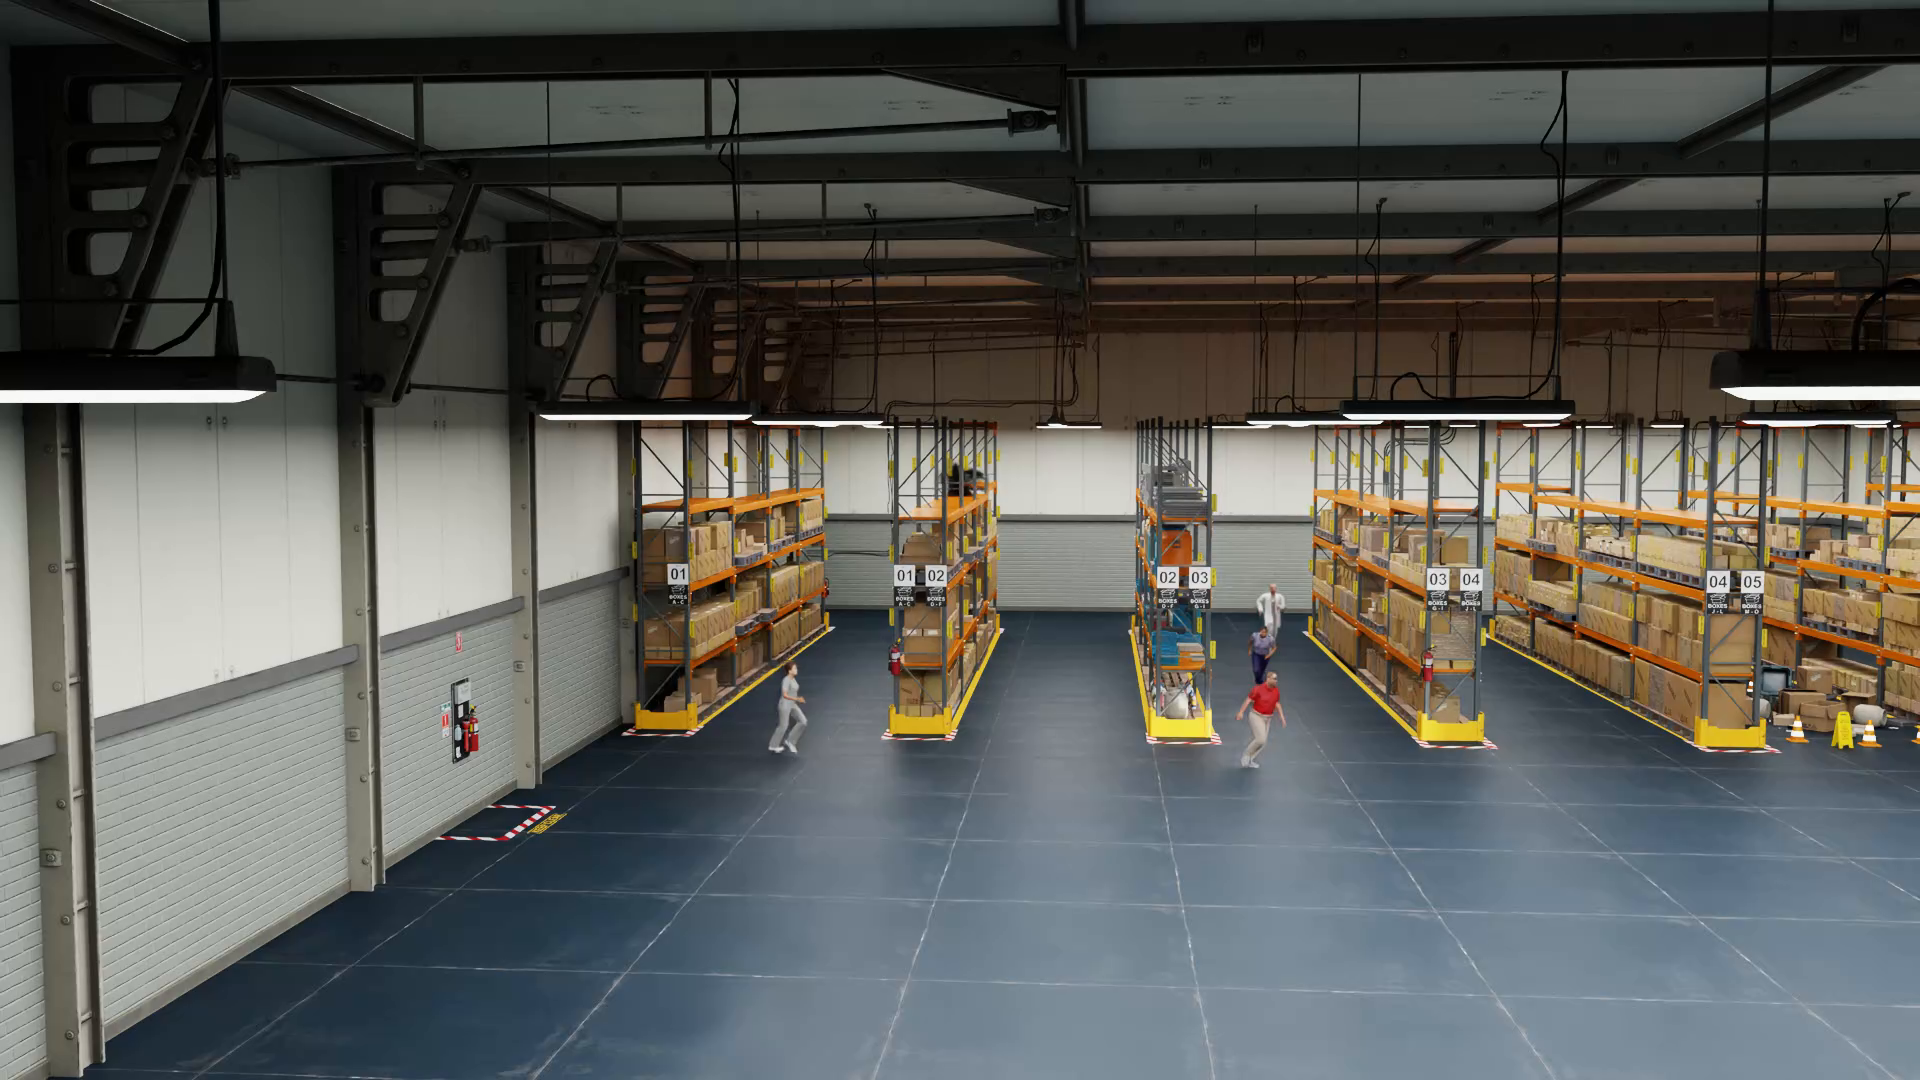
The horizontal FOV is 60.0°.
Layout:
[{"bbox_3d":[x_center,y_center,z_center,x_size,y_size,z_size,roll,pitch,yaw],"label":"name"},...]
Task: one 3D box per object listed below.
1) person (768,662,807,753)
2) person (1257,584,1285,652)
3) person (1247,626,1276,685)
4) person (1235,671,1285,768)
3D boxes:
[{"bbox_3d":[-3.050,2.976,29.506,0.771,1.646,0.493,2,4,23],"label":"person"},{"bbox_3d":[8.091,2.031,43.042,0.653,1.791,0.765,-1,4,-8],"label":"person"},{"bbox_3d":[6.622,2.590,36.536,0.614,1.488,0.996,0,4,7],"label":"person"},{"bbox_3d":[5.116,3.042,28.199,0.670,1.669,0.687,-3,5,-36],"label":"person"}]
